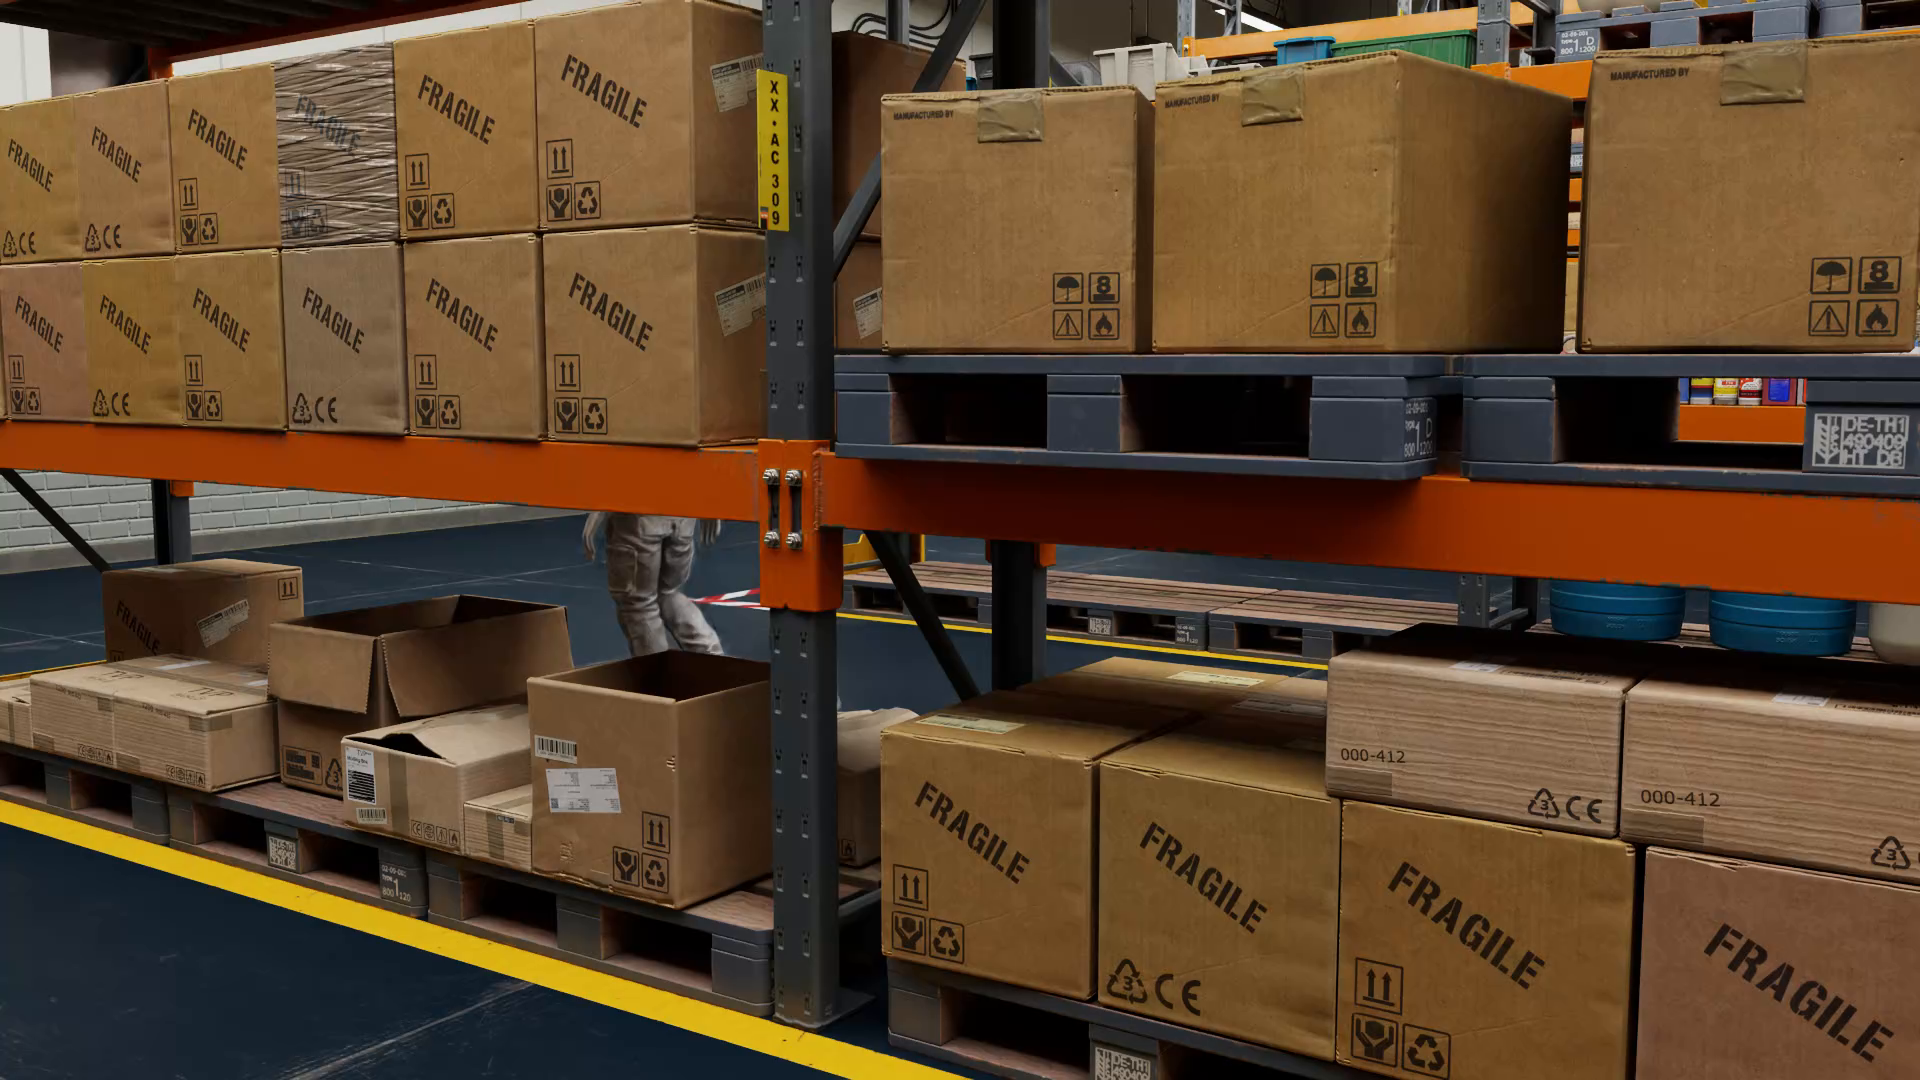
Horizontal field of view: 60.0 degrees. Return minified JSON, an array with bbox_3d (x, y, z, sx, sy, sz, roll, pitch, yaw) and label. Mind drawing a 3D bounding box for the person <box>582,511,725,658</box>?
[{"bbox_3d":[-1.166,-0.117,6.474,0.503,1.769,0.599,5,8,41],"label":"person"}]
